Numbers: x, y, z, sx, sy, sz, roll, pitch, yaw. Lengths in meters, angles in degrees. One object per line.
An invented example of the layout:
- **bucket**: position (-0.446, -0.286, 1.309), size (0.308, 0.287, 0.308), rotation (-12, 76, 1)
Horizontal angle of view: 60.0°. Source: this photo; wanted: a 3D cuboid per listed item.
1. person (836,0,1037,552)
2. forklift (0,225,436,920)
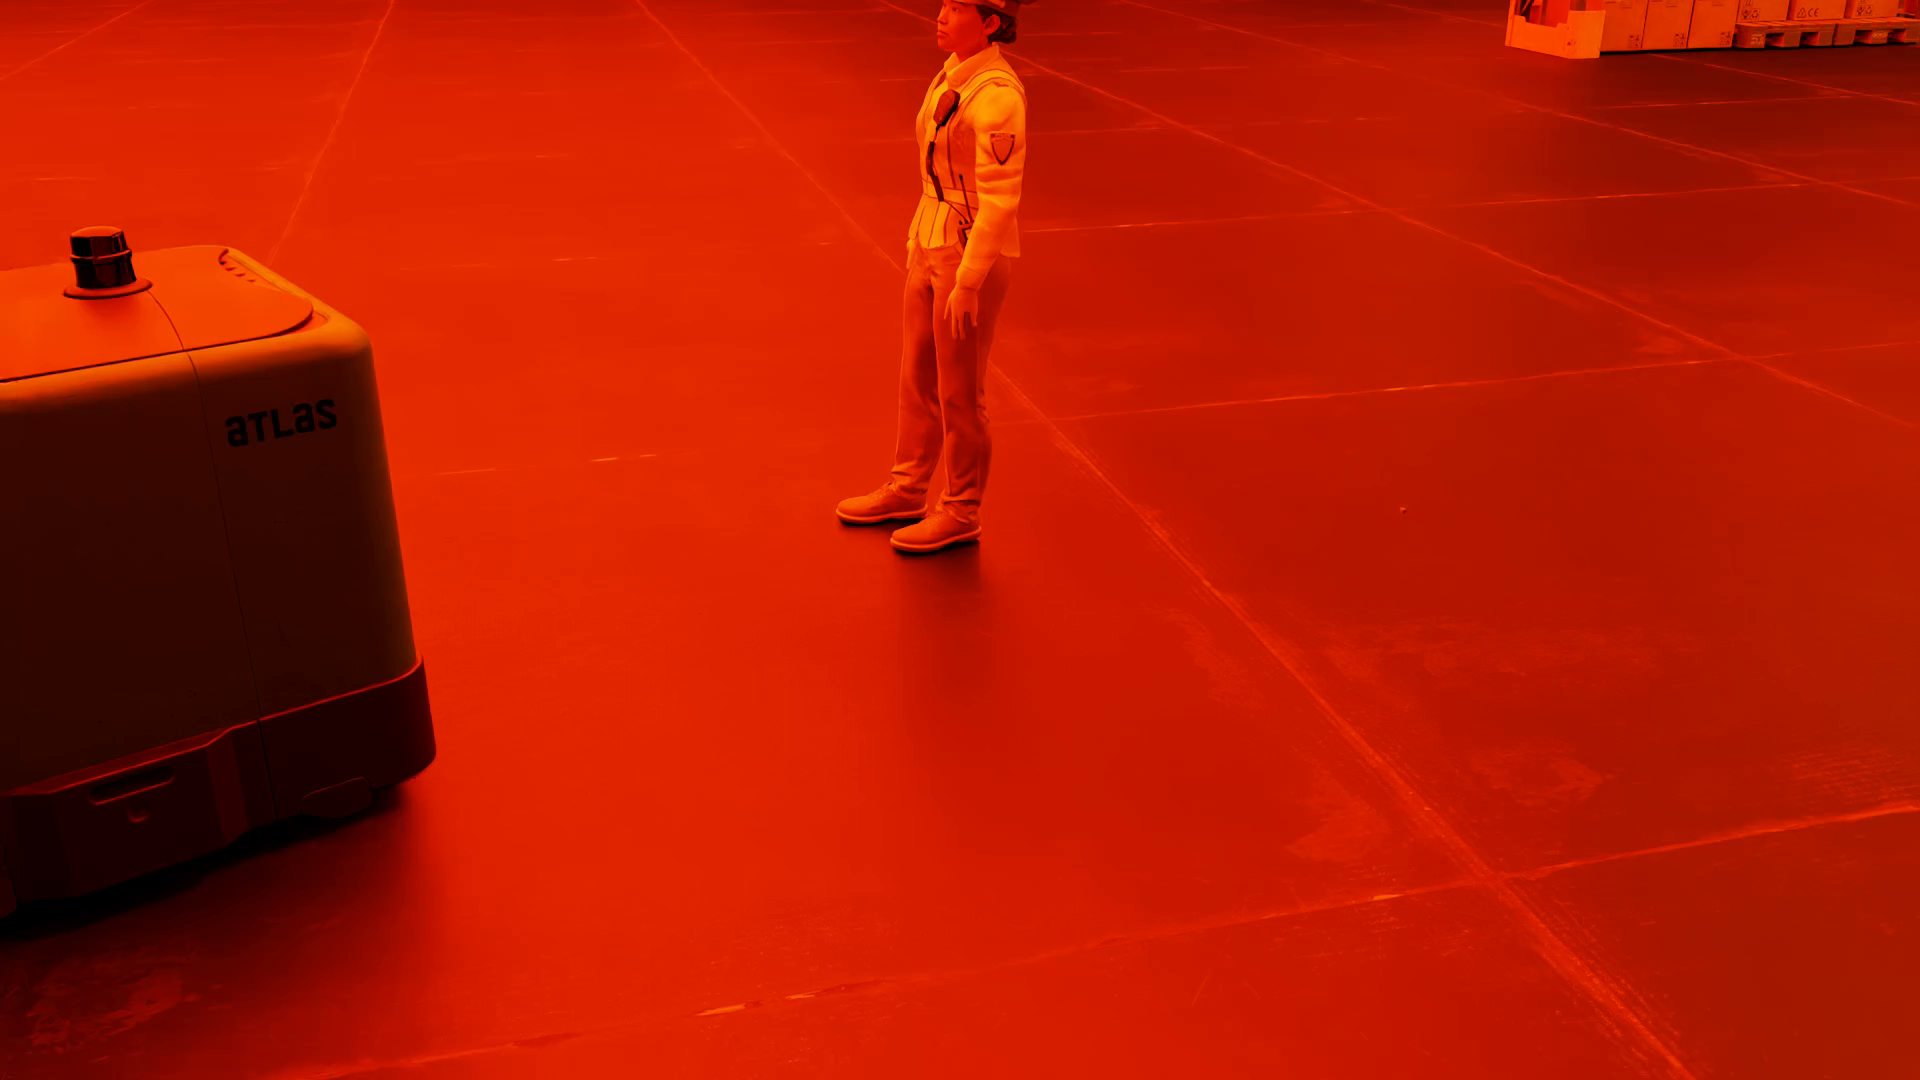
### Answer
- **person**: position (-0.069, -0.782, 4.708), size (0.530, 1.694, 0.586), rotation (-6, 24, -14)
- **forklift**: position (-2.650, -0.583, 2.680), size (3.031, 2.935, 1.130), rotation (-17, 28, -34)
